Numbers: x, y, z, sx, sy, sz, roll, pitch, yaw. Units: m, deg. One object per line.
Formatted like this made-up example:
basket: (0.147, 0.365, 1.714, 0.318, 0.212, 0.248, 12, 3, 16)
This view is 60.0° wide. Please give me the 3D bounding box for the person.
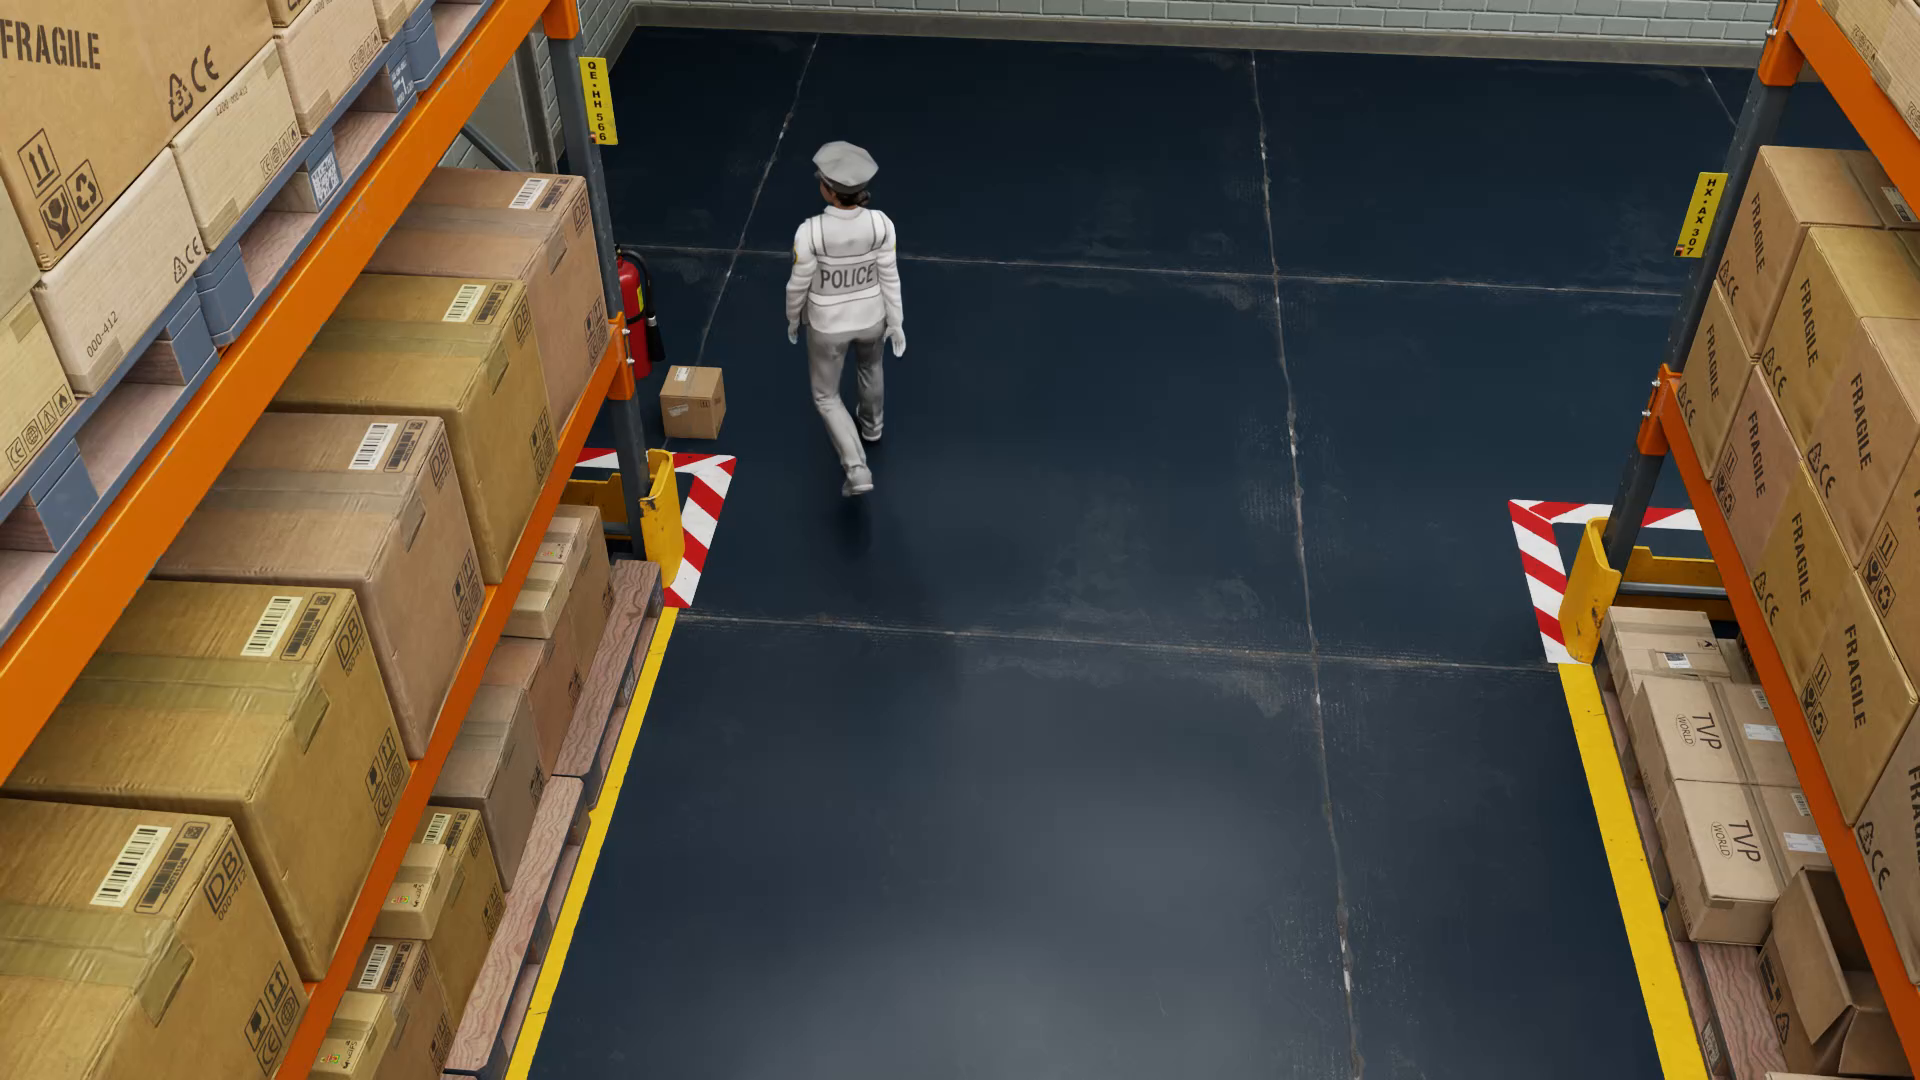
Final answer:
person: (-0.505, -0.971, 7.279, 0.510, 1.637, 0.874, -11, 42, -13)
